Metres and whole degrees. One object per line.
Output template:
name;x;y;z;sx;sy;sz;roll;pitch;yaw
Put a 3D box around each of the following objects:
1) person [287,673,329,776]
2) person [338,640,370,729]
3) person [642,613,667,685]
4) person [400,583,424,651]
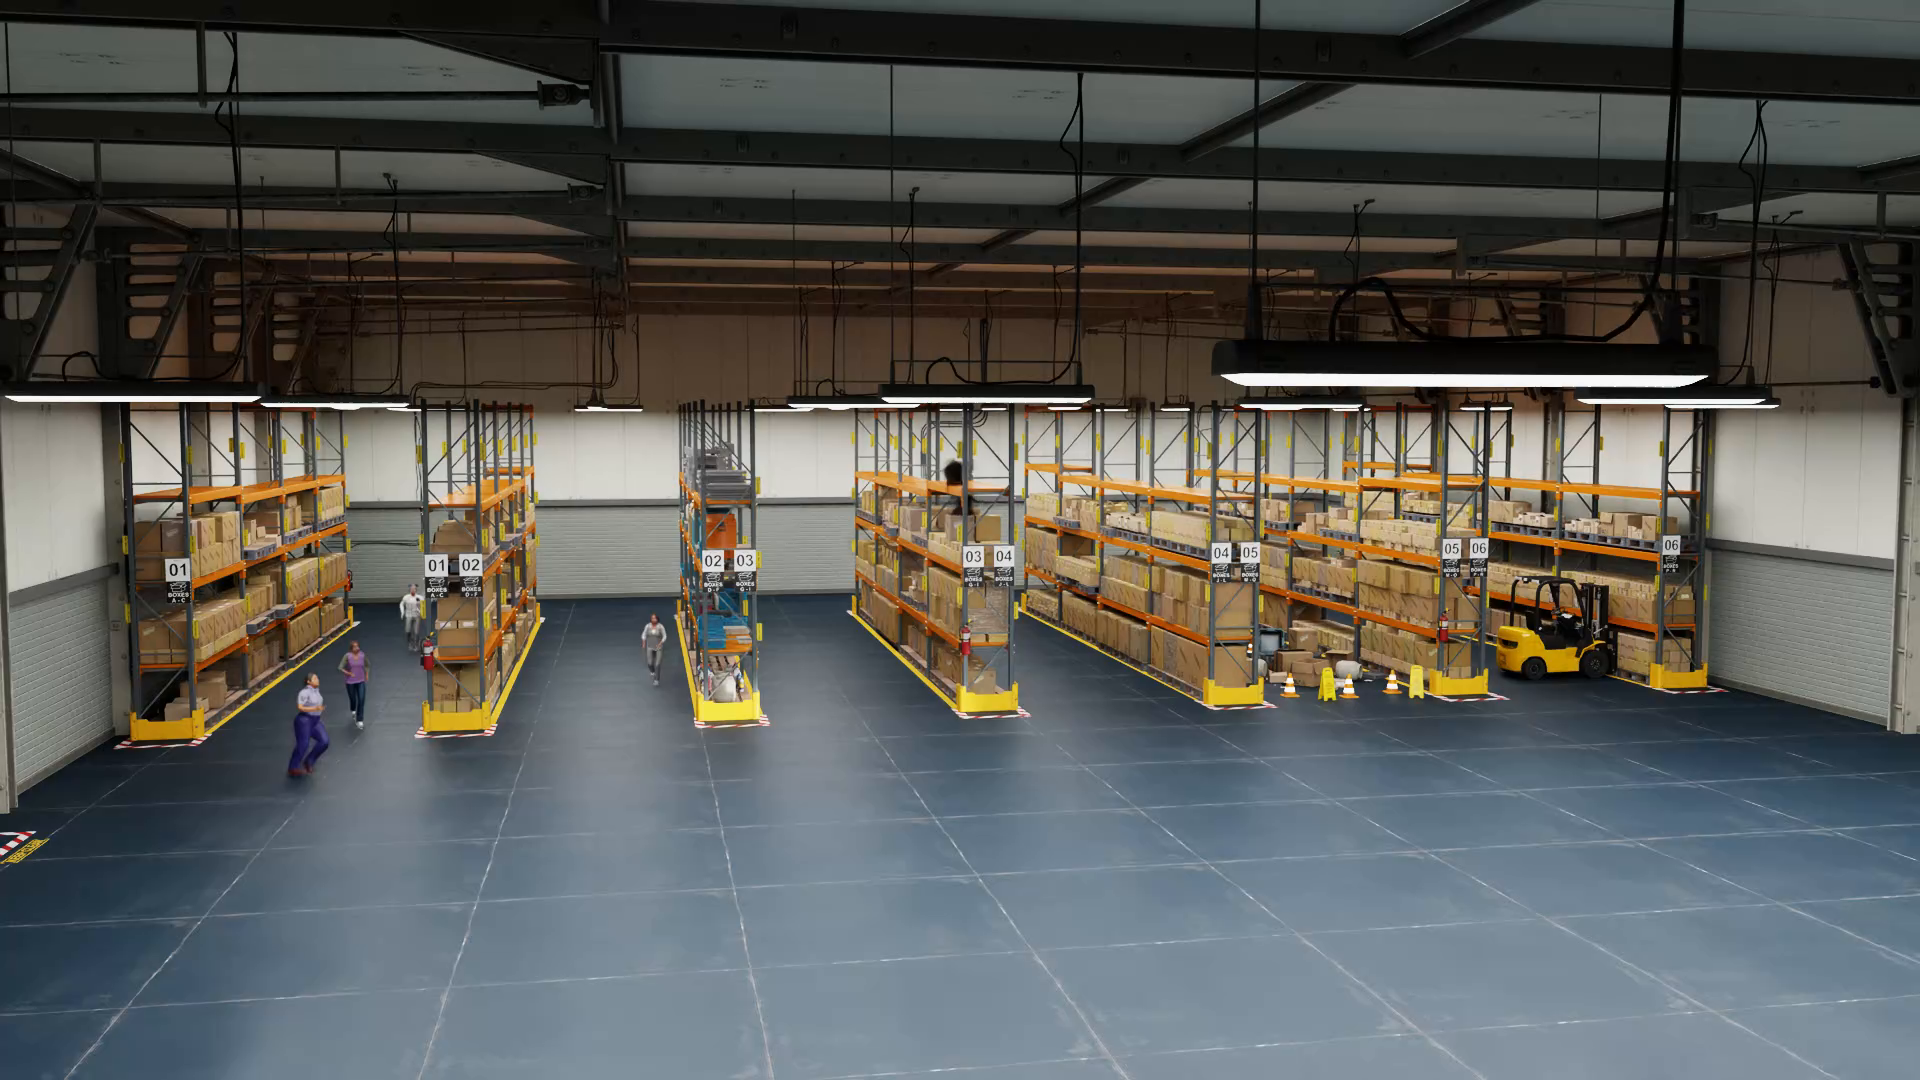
person;-10.301;2.933;26.421;0.662;1.653;0.594;1;4;16
person;-11.122;2.633;30.570;0.567;1.602;0.809;-2;5;-26
person;-6.451;2.305;35.048;0.533;1.545;0.574;0;4;-2
person;-13.157;1.862;39.951;0.608;1.657;0.618;-1;4;-12
